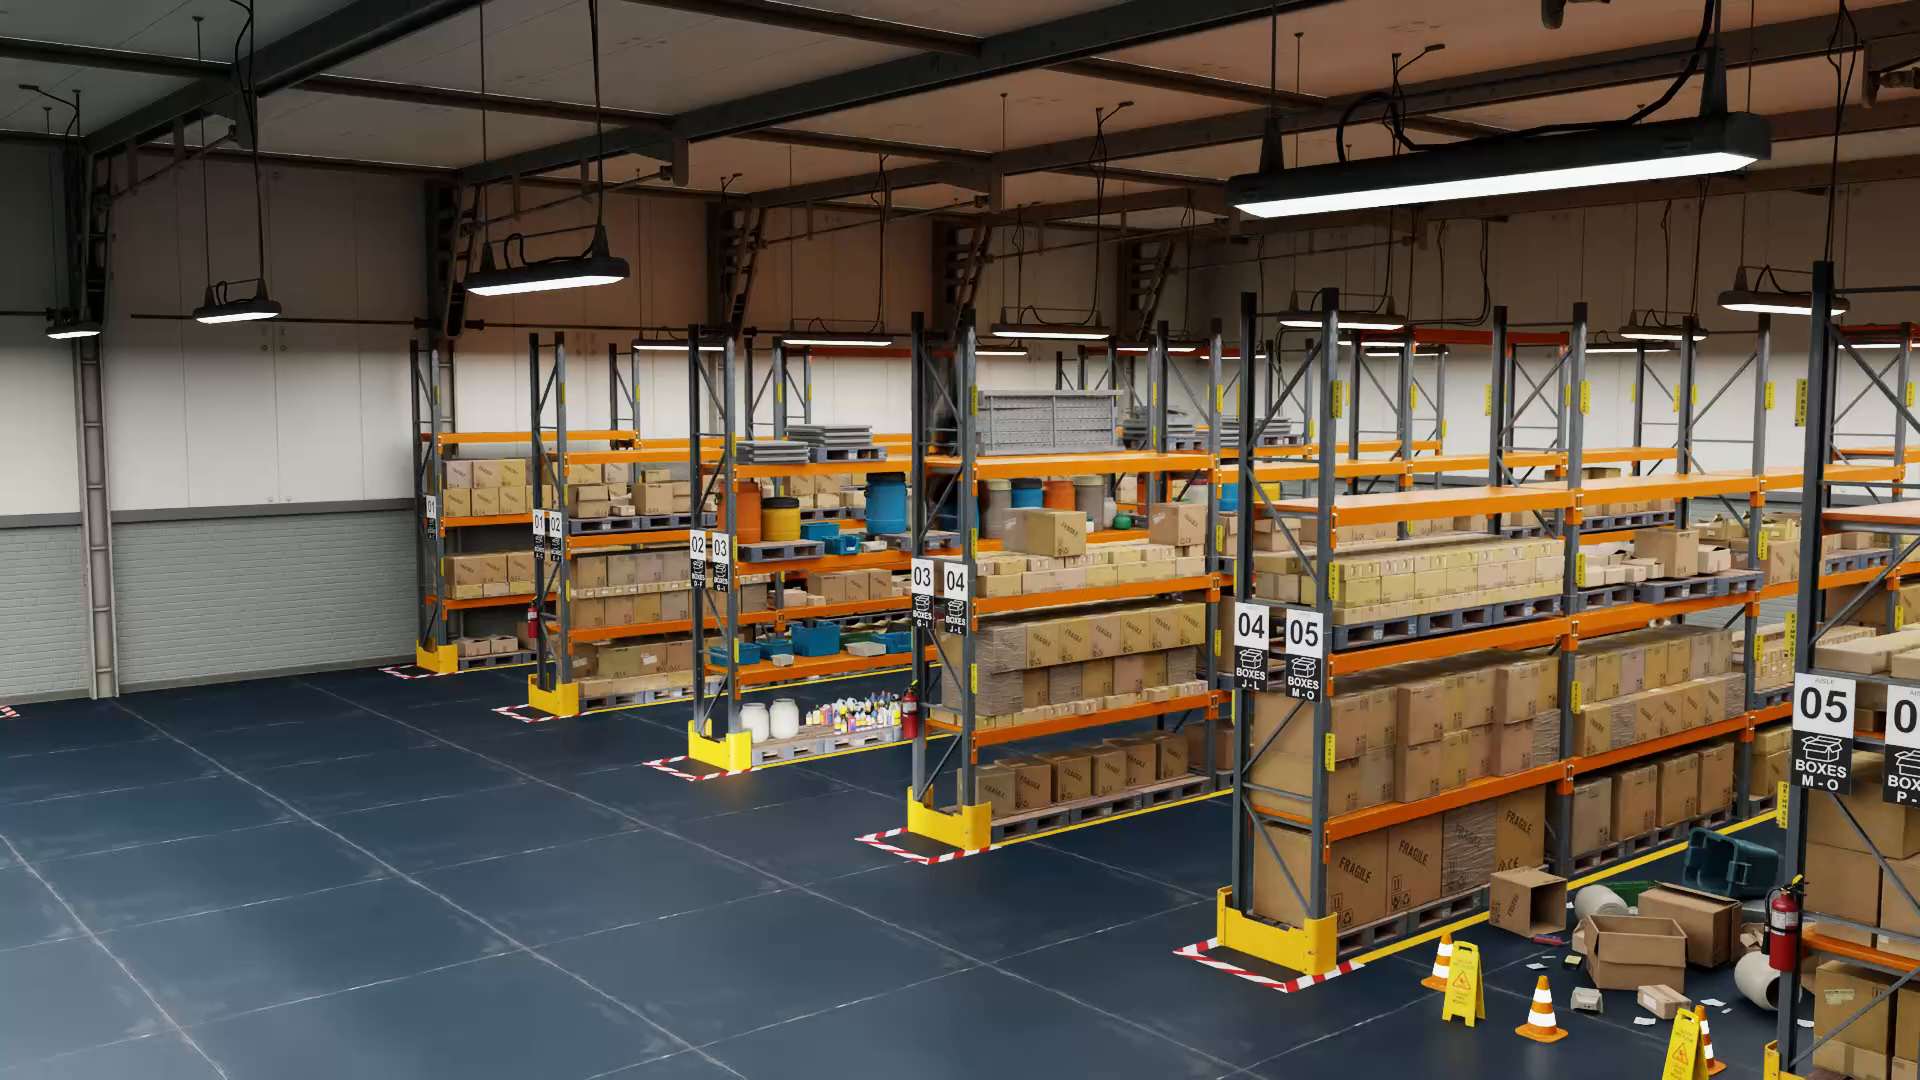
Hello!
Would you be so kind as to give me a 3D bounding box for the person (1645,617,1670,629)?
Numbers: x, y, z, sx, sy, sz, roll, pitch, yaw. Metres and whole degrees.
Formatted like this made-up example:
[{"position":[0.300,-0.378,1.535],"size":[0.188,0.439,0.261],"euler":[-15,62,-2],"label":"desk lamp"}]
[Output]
[{"position":[11.012,1.860,26.316],"size":[0.694,1.727,0.709],"euler":[-4,6,-34],"label":"person"}]
